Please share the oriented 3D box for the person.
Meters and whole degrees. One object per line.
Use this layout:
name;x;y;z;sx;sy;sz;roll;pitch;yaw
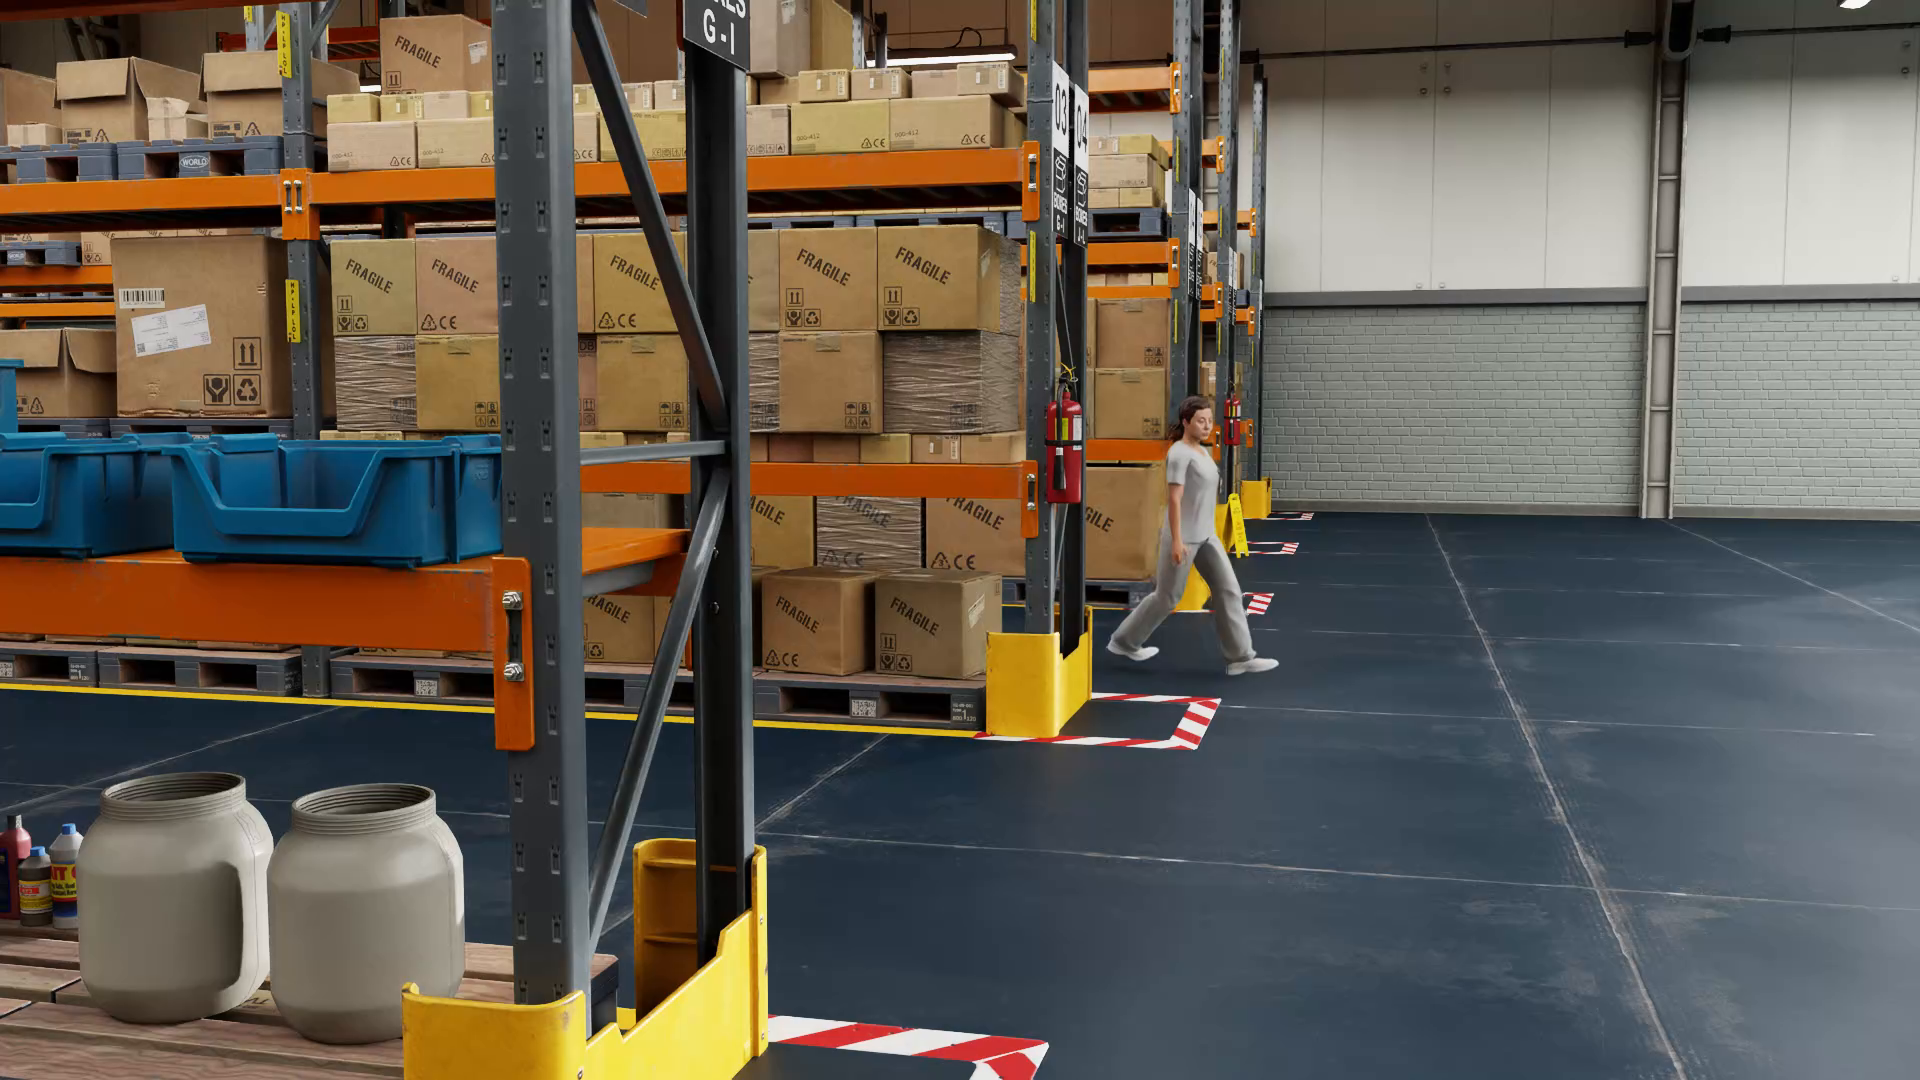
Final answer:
person;1.356;-0.030;9.706;1.028;1.620;0.545;4;6;36
